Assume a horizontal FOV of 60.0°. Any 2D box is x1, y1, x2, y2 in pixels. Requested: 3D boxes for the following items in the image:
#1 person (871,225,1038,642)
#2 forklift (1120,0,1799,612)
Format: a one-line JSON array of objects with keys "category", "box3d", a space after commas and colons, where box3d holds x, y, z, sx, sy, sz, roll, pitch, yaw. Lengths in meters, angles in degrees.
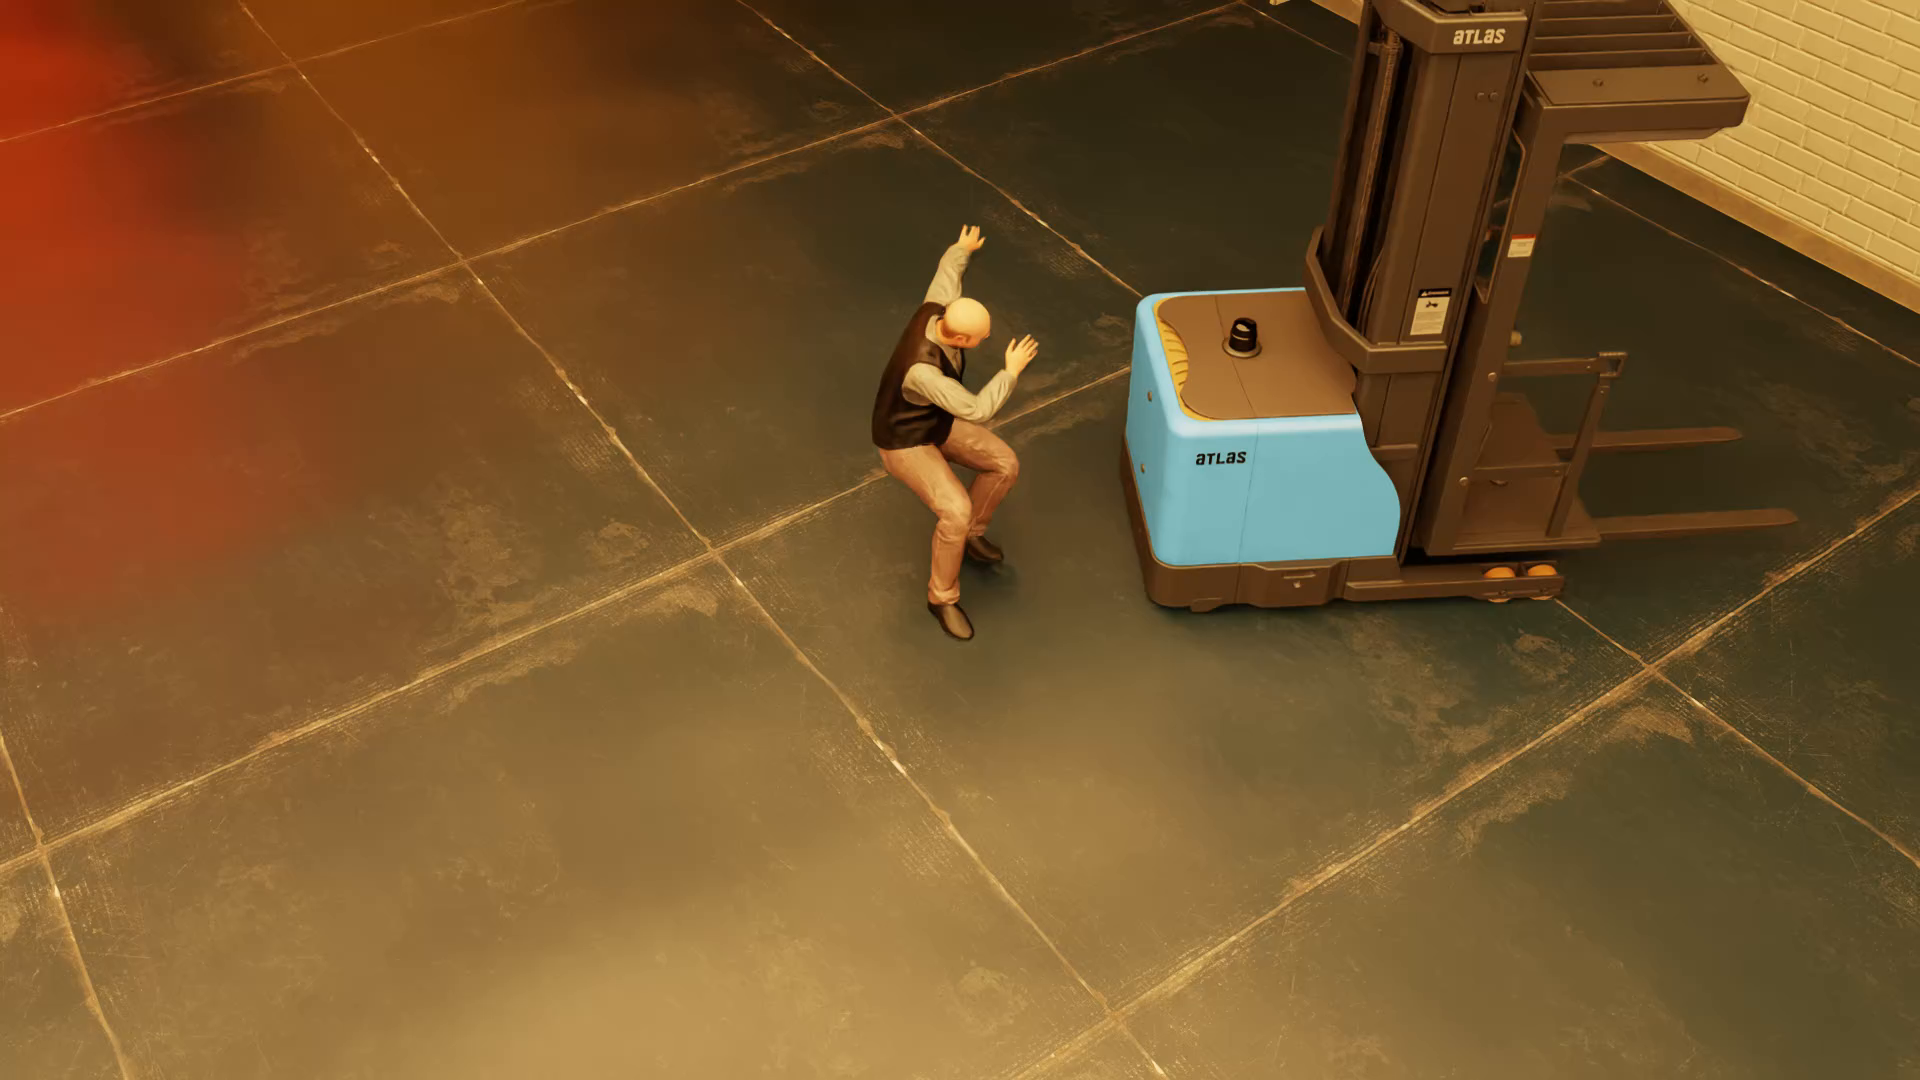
[{"category": "person", "box3d": [-0.002, -0.575, 7.486, 0.712, 1.408, 1.467, 11, 44, 12]}, {"category": "forklift", "box3d": [2.324, -1.151, 6.965, 3.031, 2.935, 1.130, -3, 43, -3]}]
